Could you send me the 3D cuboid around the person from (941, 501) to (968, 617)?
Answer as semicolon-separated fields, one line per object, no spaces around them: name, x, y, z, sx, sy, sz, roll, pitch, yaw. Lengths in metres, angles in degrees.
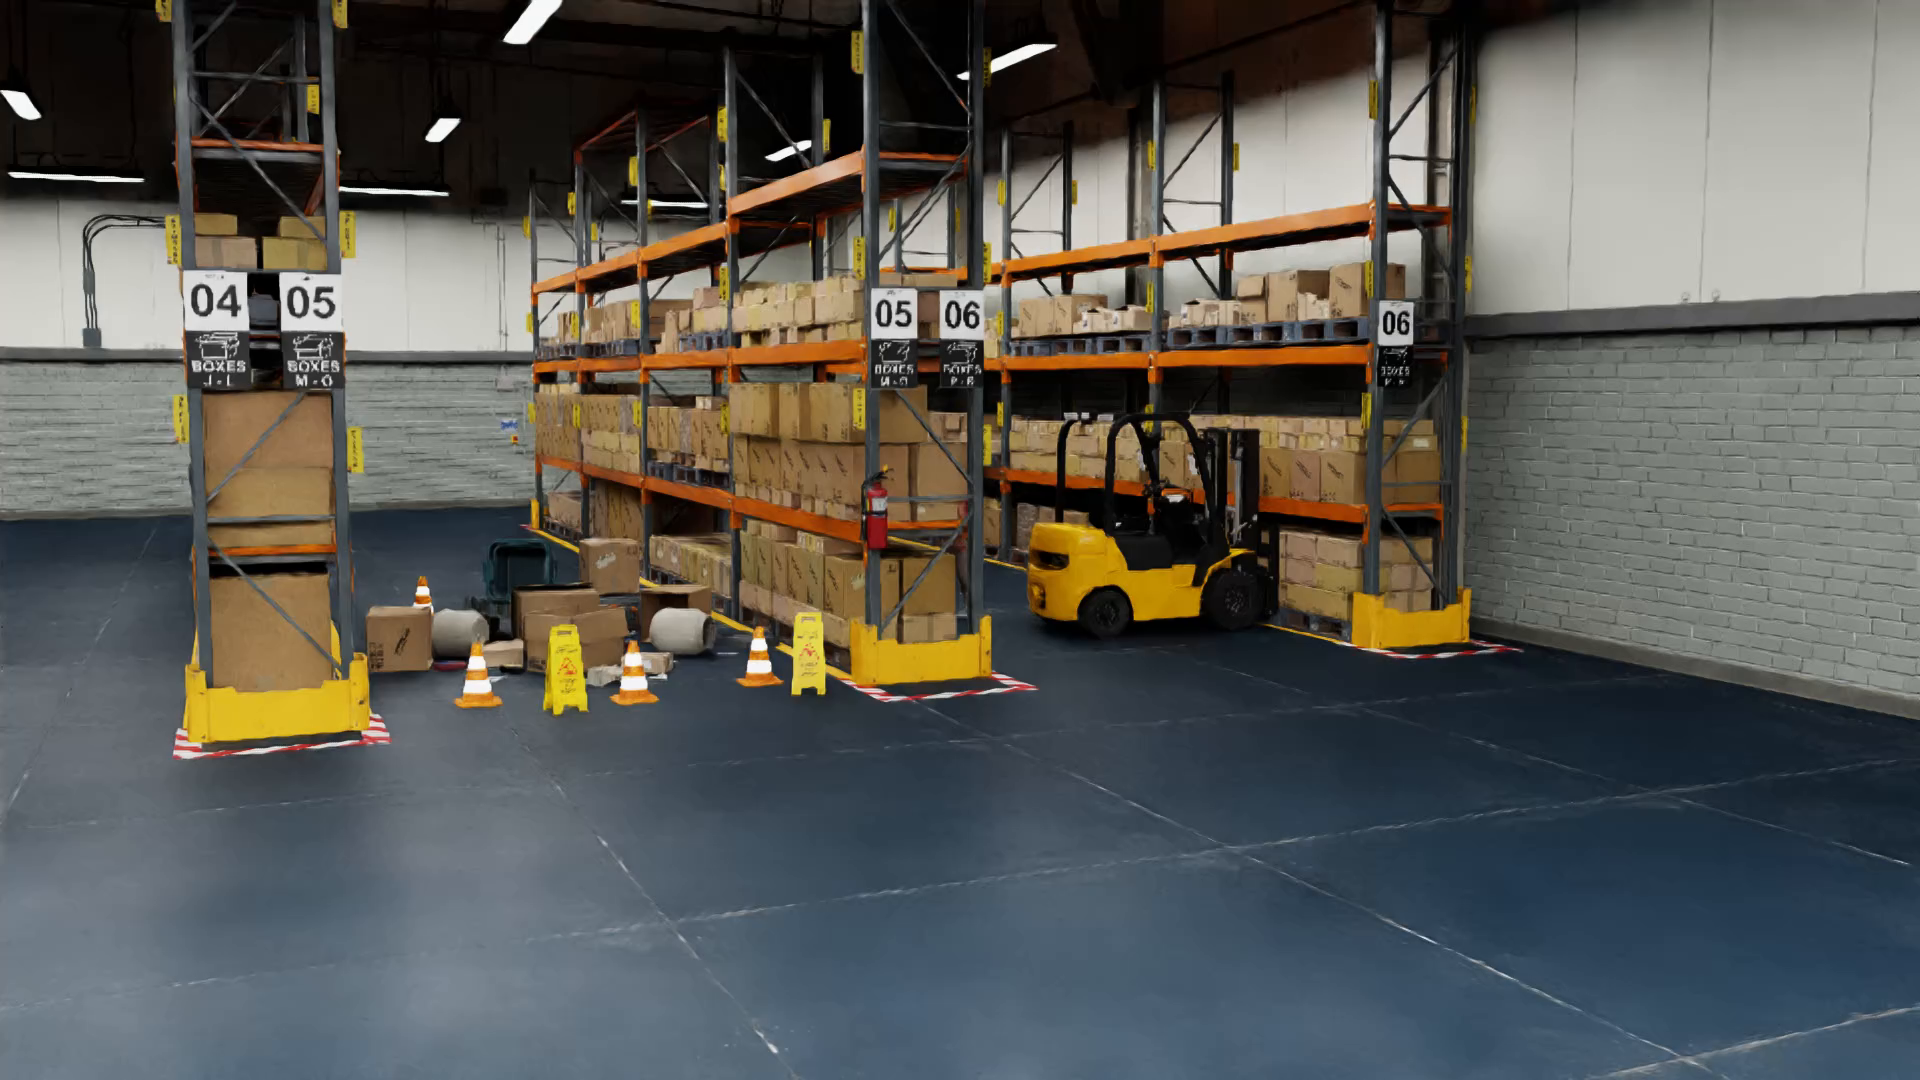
person;-0.117;-0.079;17.460;0.605;1.725;0.733;-1;5;-6
